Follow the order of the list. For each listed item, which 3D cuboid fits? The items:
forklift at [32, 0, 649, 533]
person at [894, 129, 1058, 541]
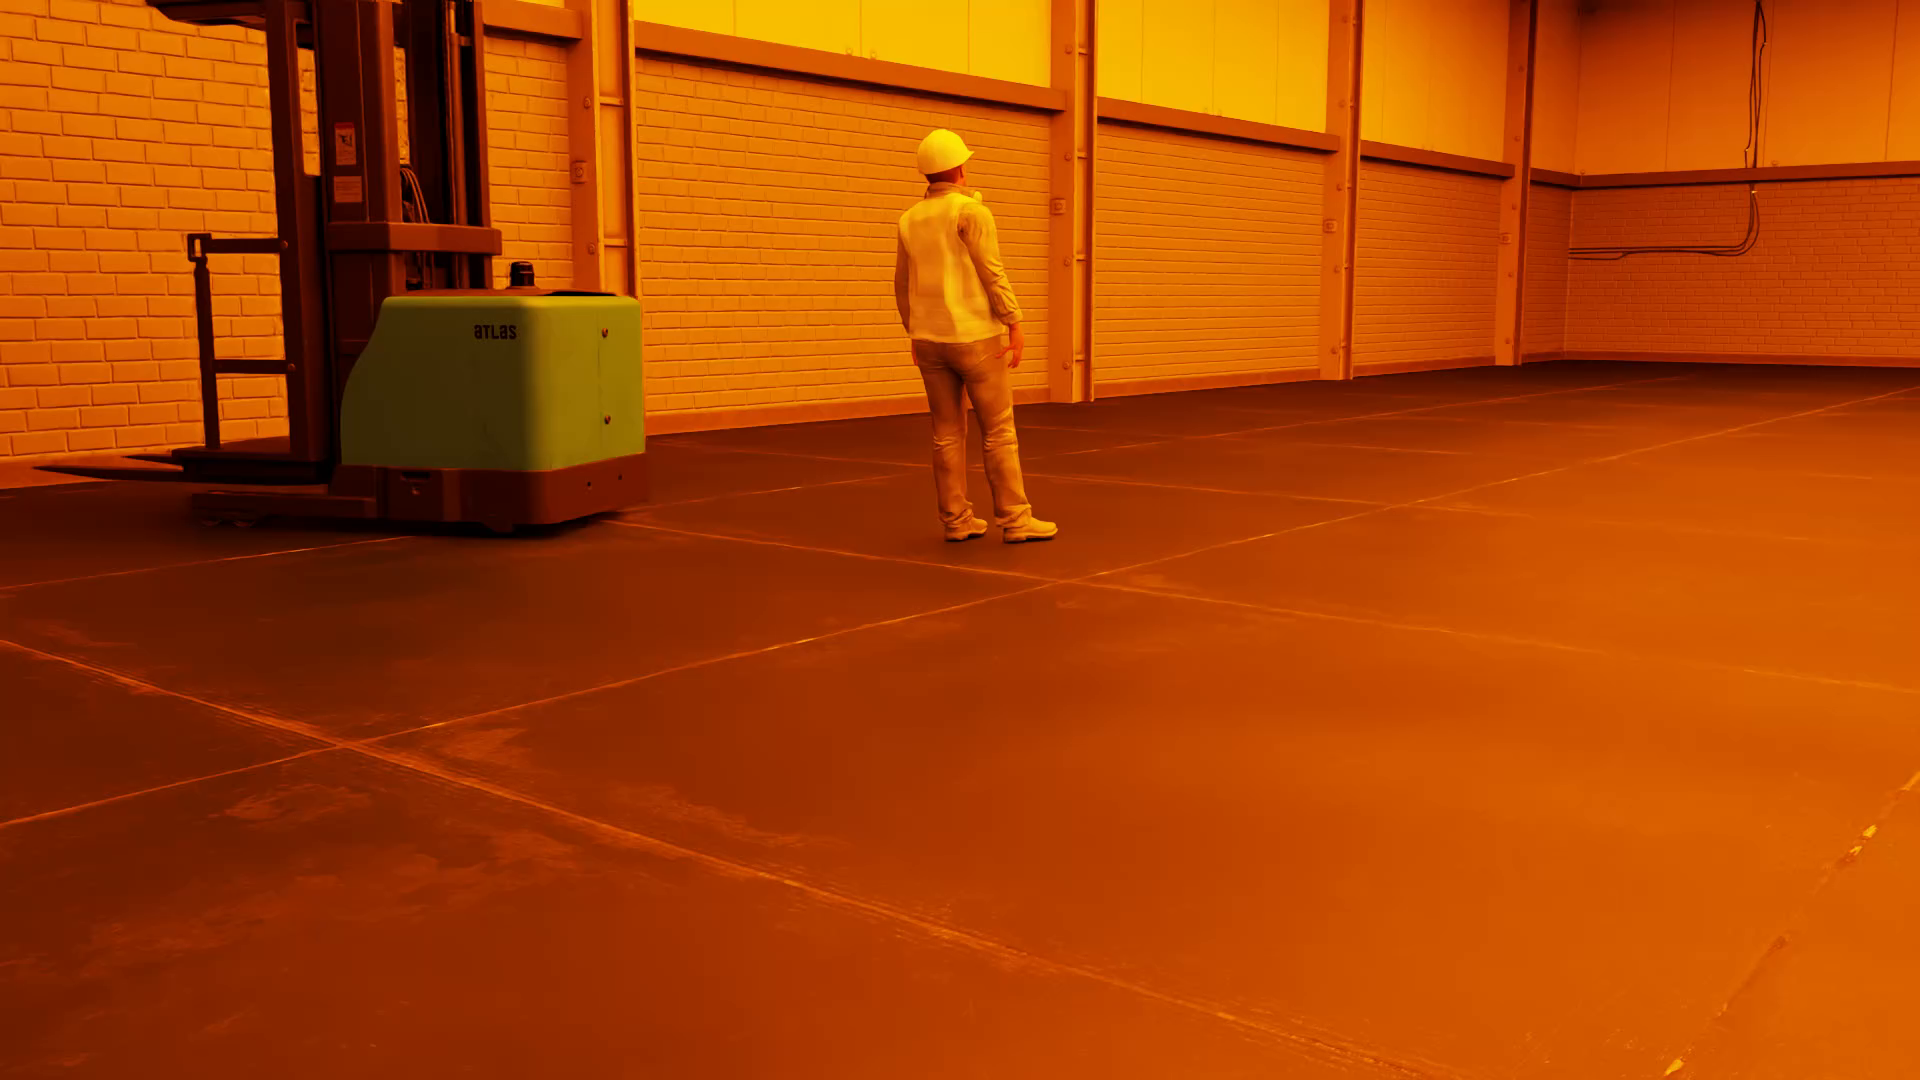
[{"bbox_3d":[-3.120,-1.578,8.062,3.031,2.935,1.130,2,9,16],"label":"forklift"},{"bbox_3d":[0.045,-0.891,7.319,0.633,1.775,0.566,7,11,38],"label":"person"}]
